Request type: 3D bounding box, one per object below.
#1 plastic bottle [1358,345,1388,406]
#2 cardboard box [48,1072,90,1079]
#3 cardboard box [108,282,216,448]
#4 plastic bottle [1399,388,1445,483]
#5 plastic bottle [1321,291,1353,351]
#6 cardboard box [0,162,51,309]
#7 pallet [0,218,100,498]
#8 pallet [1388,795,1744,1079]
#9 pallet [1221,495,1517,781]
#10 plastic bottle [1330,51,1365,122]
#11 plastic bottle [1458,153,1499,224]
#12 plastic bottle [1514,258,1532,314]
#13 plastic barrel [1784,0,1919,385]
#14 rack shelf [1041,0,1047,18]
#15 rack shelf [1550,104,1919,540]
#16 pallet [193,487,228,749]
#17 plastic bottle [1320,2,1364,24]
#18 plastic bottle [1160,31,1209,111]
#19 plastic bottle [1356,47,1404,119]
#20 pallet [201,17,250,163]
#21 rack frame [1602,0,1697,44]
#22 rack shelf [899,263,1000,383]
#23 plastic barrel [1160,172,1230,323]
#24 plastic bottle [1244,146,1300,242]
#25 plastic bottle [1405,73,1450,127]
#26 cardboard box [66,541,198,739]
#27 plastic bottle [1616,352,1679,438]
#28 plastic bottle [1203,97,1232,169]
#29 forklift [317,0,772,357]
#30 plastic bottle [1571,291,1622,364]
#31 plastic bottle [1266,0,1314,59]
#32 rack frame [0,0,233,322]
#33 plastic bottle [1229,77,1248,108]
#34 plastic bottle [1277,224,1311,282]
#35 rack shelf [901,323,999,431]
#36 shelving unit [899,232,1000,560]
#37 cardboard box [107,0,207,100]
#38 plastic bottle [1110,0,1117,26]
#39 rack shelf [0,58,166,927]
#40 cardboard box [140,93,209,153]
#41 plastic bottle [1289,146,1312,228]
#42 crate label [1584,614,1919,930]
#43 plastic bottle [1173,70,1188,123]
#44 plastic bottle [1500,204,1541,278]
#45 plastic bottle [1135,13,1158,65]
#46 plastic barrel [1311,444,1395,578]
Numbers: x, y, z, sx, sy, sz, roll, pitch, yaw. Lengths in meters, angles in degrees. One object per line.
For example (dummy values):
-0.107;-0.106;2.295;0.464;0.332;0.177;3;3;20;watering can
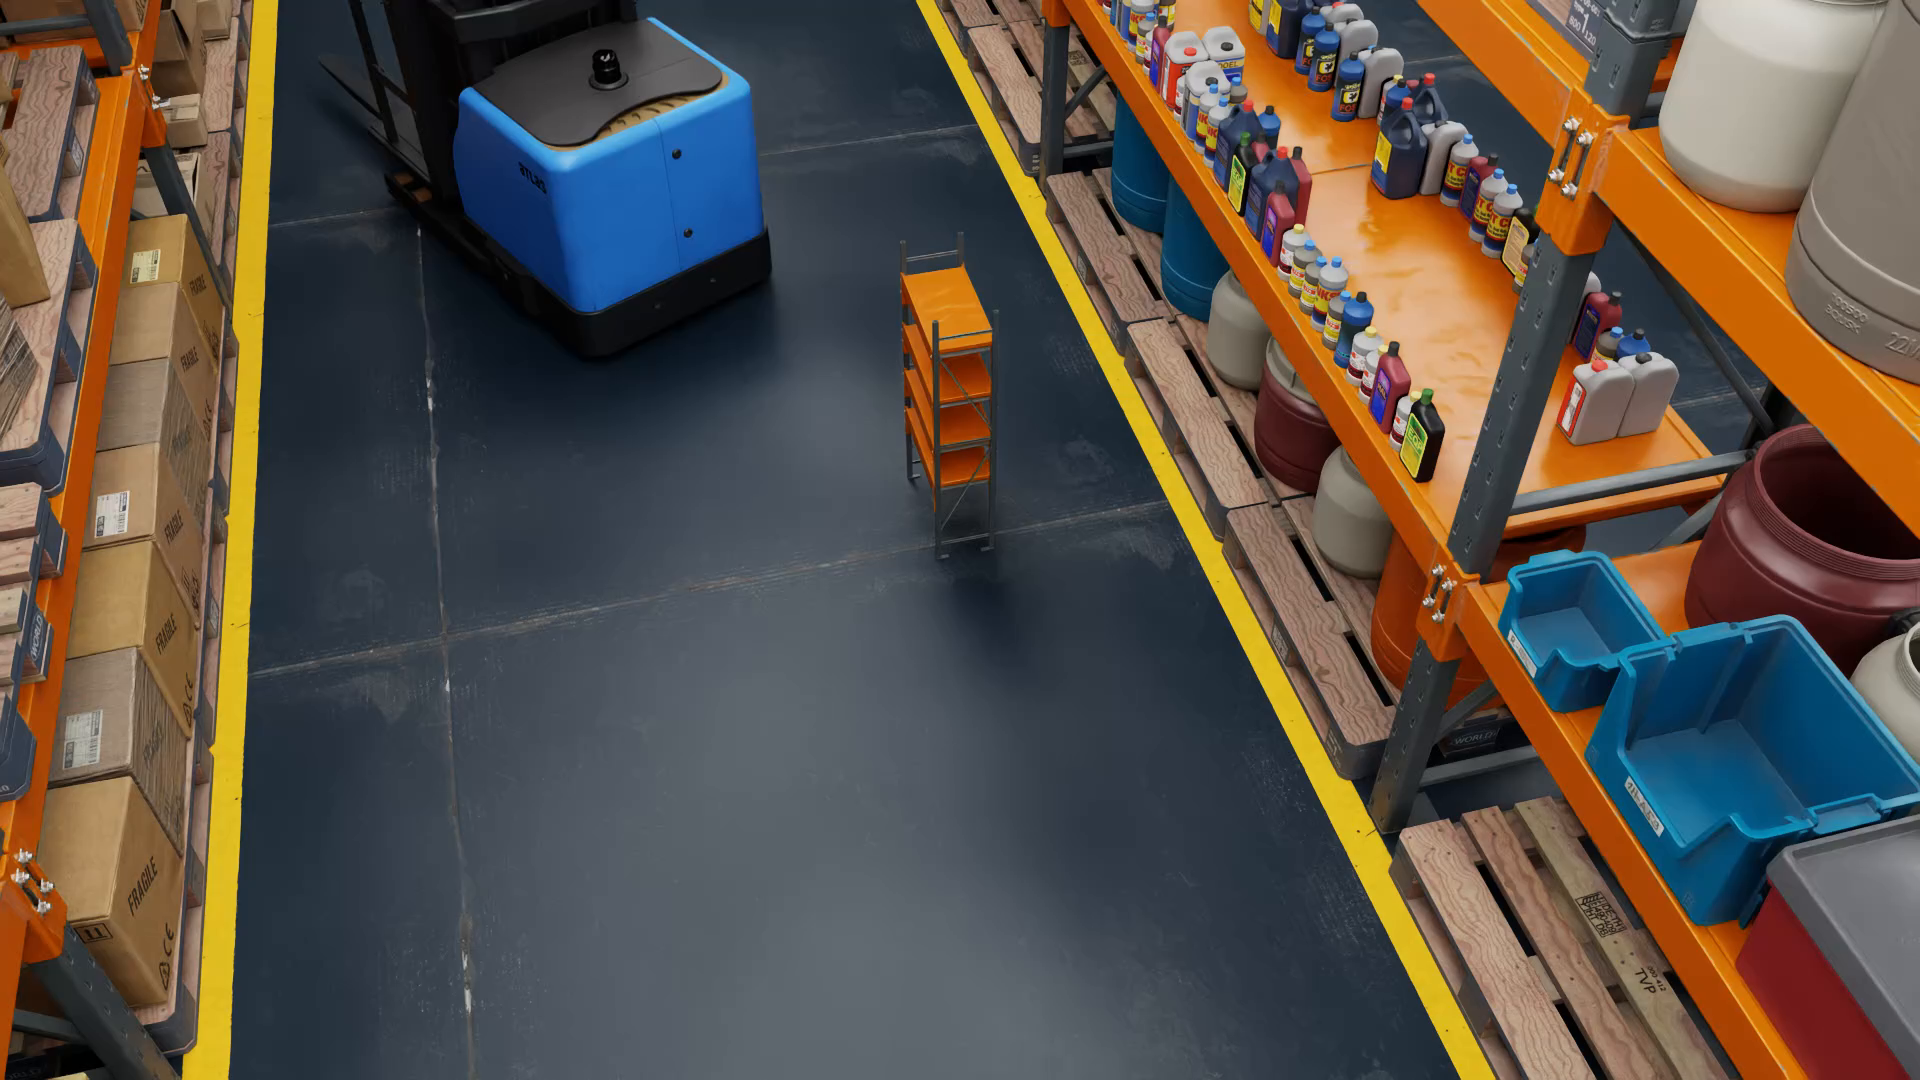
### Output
1.337;-0.533;5.311;0.097;0.201;0.097;0;46;0;plastic bottle
-2.493;1.680;4.242;0.500;0.311;0.500;-10;46;-9;cardboard box
-3.368;-0.665;6.744;0.500;0.500;0.500;-11;47;-10;cardboard box
1.408;-0.319;5.044;0.061;0.283;0.133;-11;47;-10;plastic bottle
1.262;-0.735;5.509;0.097;0.201;0.097;0;46;0;plastic bottle
-3.378;-0.991;5.257;0.700;0.500;0.500;-22;50;-20;cardboard box
-3.368;-0.530;5.304;1.003;0.211;1.213;-11;47;-10;pallet
2.085;1.359;5.270;1.003;0.211;1.213;-11;47;-10;pallet
1.682;0.280;6.327;1.003;0.211;1.213;-11;47;-10;pallet
1.514;-1.773;6.478;0.097;0.271;0.097;0;46;0;plastic bottle
1.874;-1.282;5.988;0.061;0.283;0.133;-11;47;-10;plastic bottle
1.945;-0.865;5.588;0.097;0.271;0.097;0;46;0;plastic bottle
1.924;-0.778;2.961;0.600;0.901;0.600;0;46;0;plastic barrel
0.388;-4.050;9.122;1.077;0.370;4.000;-11;47;-10;rack shelf
2.436;0.424;2.638;1.077;0.370;4.000;-11;47;-10;rack shelf
-3.329;0.357;6.252;1.003;0.211;1.213;-11;47;-10;pallet
1.536;-2.064;6.759;0.152;0.276;0.135;-11;47;-10;plastic bottle
0.887;-1.849;6.548;0.152;0.276;0.135;-11;47;-10;plastic bottle
1.630;-1.811;6.511;0.152;0.276;0.135;-11;47;-10;plastic bottle
-4.380;-2.360;8.915;1.003;0.211;1.213;-11;47;-10;pallet
1.924;-2.259;2.663;1.000;3.000;0.127;-11;47;-10;rack frame
-0.042;-0.809;6.153;0.258;0.148;0.480;-11;47;-10;rack shelf
1.204;-1.465;7.261;0.600;0.901;0.708;-11;47;-10;plastic barrel
1.115;-1.250;5.909;0.144;0.351;0.185;-11;47;-10;plastic bottle
1.733;-1.568;6.221;0.144;0.351;0.185;-11;47;-10;plastic bottle
-2.969;0.391;5.709;0.500;0.500;0.500;-11;47;-11;cardboard box
2.125;-0.473;5.201;0.152;0.276;0.135;-11;47;-10;plastic bottle
0.974;-1.535;6.244;0.097;0.271;0.097;0;46;0;plastic bottle
-2.238;-2.827;7.468;1.130;2.935;3.031;-32;53;-27;forklift
2.085;-0.711;5.428;0.061;0.283;0.133;-11;47;-10;plastic bottle
1.359;-2.175;6.815;0.144;0.351;0.185;-11;47;-10;plastic bottle
-3.890;-2.017;6.627;1.000;3.000;0.127;-11;47;-10;rack frame
1.062;-1.698;6.453;0.097;0.201;0.097;0;46;0;plastic bottle
1.162;-1.003;5.772;0.097;0.201;0.097;0;46;0;plastic bottle
-0.042;-0.644;6.322;0.258;0.148;0.480;-11;47;-10;rack shelf
-0.042;-0.534;6.433;0.258;1.200;0.503;-11;47;-10;shelving unit
-4.375;-2.594;8.632;0.797;0.503;0.637;-11;47;-10;cardboard box
0.687;-2.309;7.002;0.097;0.271;0.097;0;46;0;plastic bottle
-3.378;-0.385;5.531;1.077;0.370;4.000;-11;47;-10;rack shelf
-4.019;-2.104;8.388;0.380;0.166;0.250;-11;47;-10;cardboard box
1.207;-1.262;5.969;0.061;0.283;0.133;-11;47;-10;plastic bottle
1.917;0.564;4.072;0.502;0.435;0.616;-11;47;-10;crate label
0.890;-1.737;6.492;0.097;0.201;0.097;0;46;0;plastic bottle
1.958;-1.056;5.766;0.061;0.283;0.133;-11;47;-10;plastic bottle
0.772;-2.057;6.805;0.097;0.201;0.097;0;46;0;plastic bottle
1.551;-0.143;6.238;0.421;0.512;0.421;0;46;0;plastic barrel
